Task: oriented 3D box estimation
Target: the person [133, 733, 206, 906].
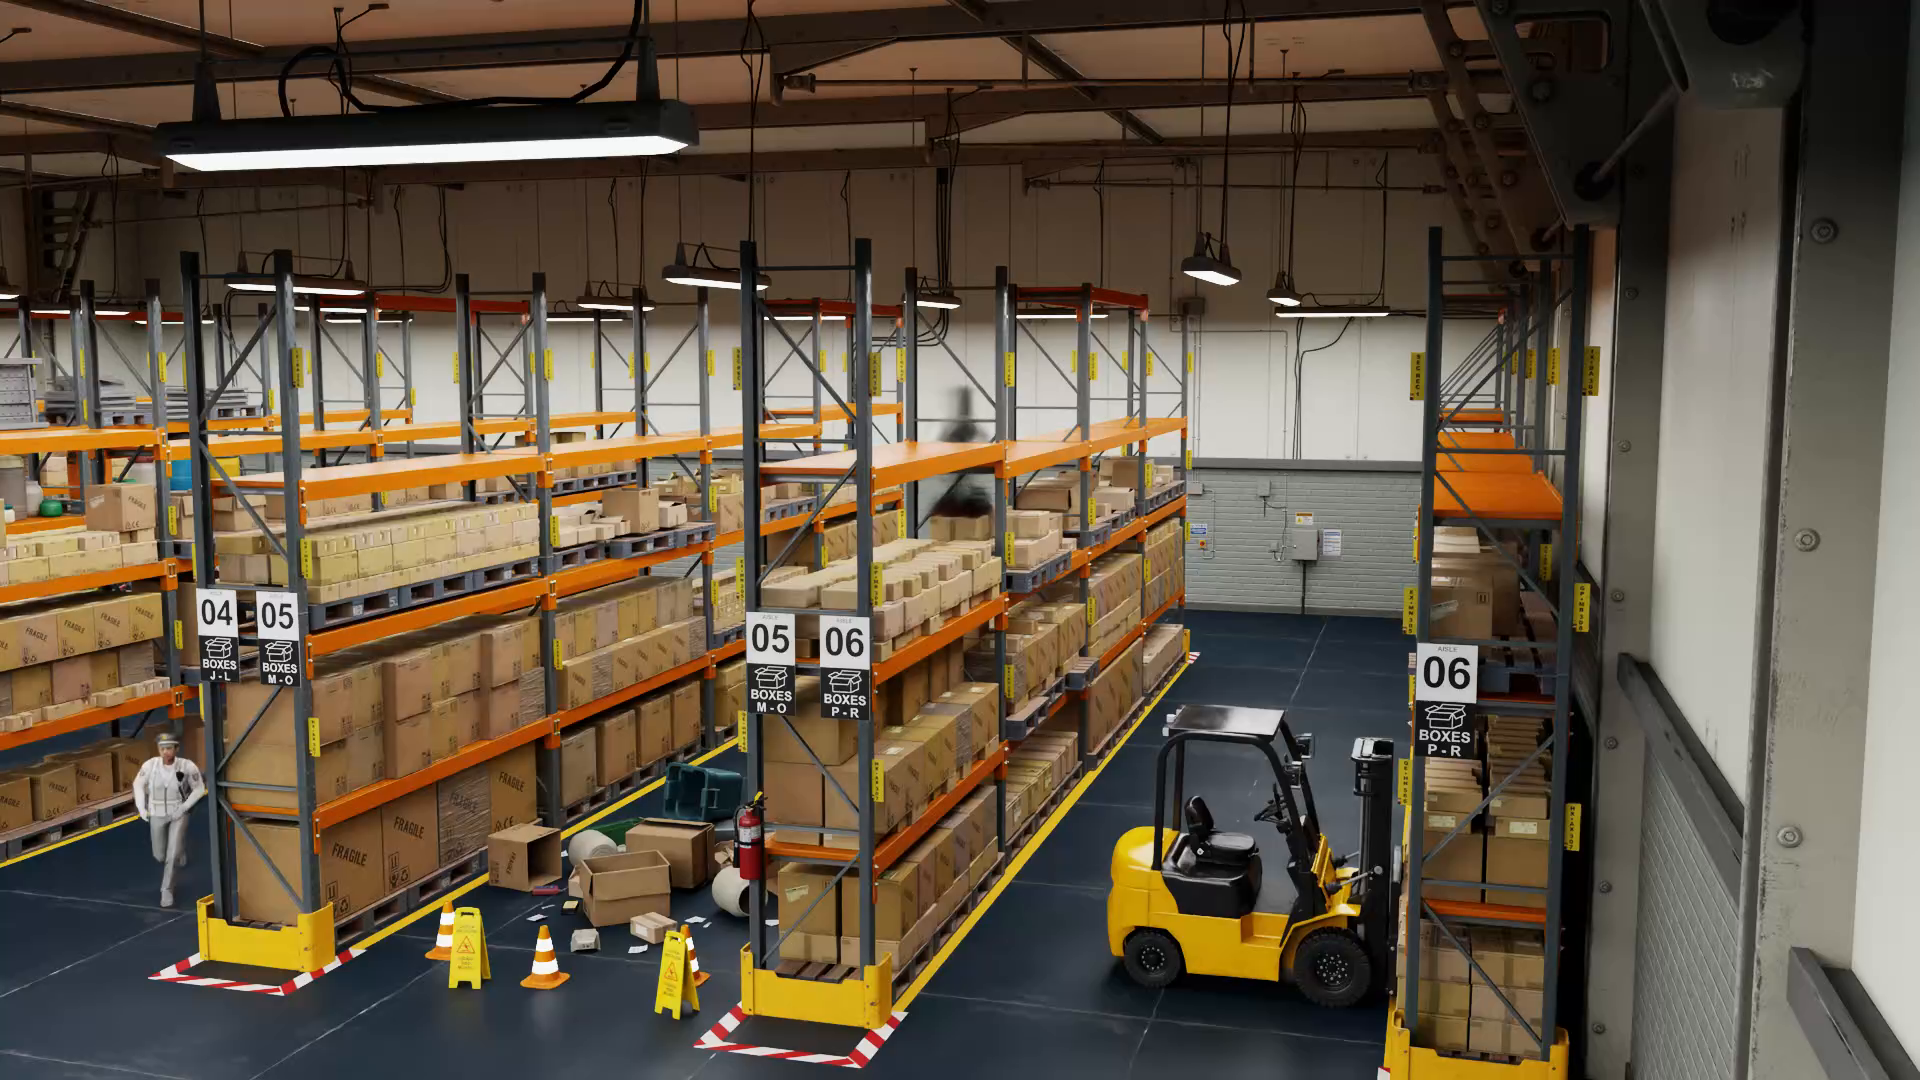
[{"bbox_3d":[-7.506,2.607,15.832,0.646,1.656,0.668,-1,7,-12],"label":"person"}]
